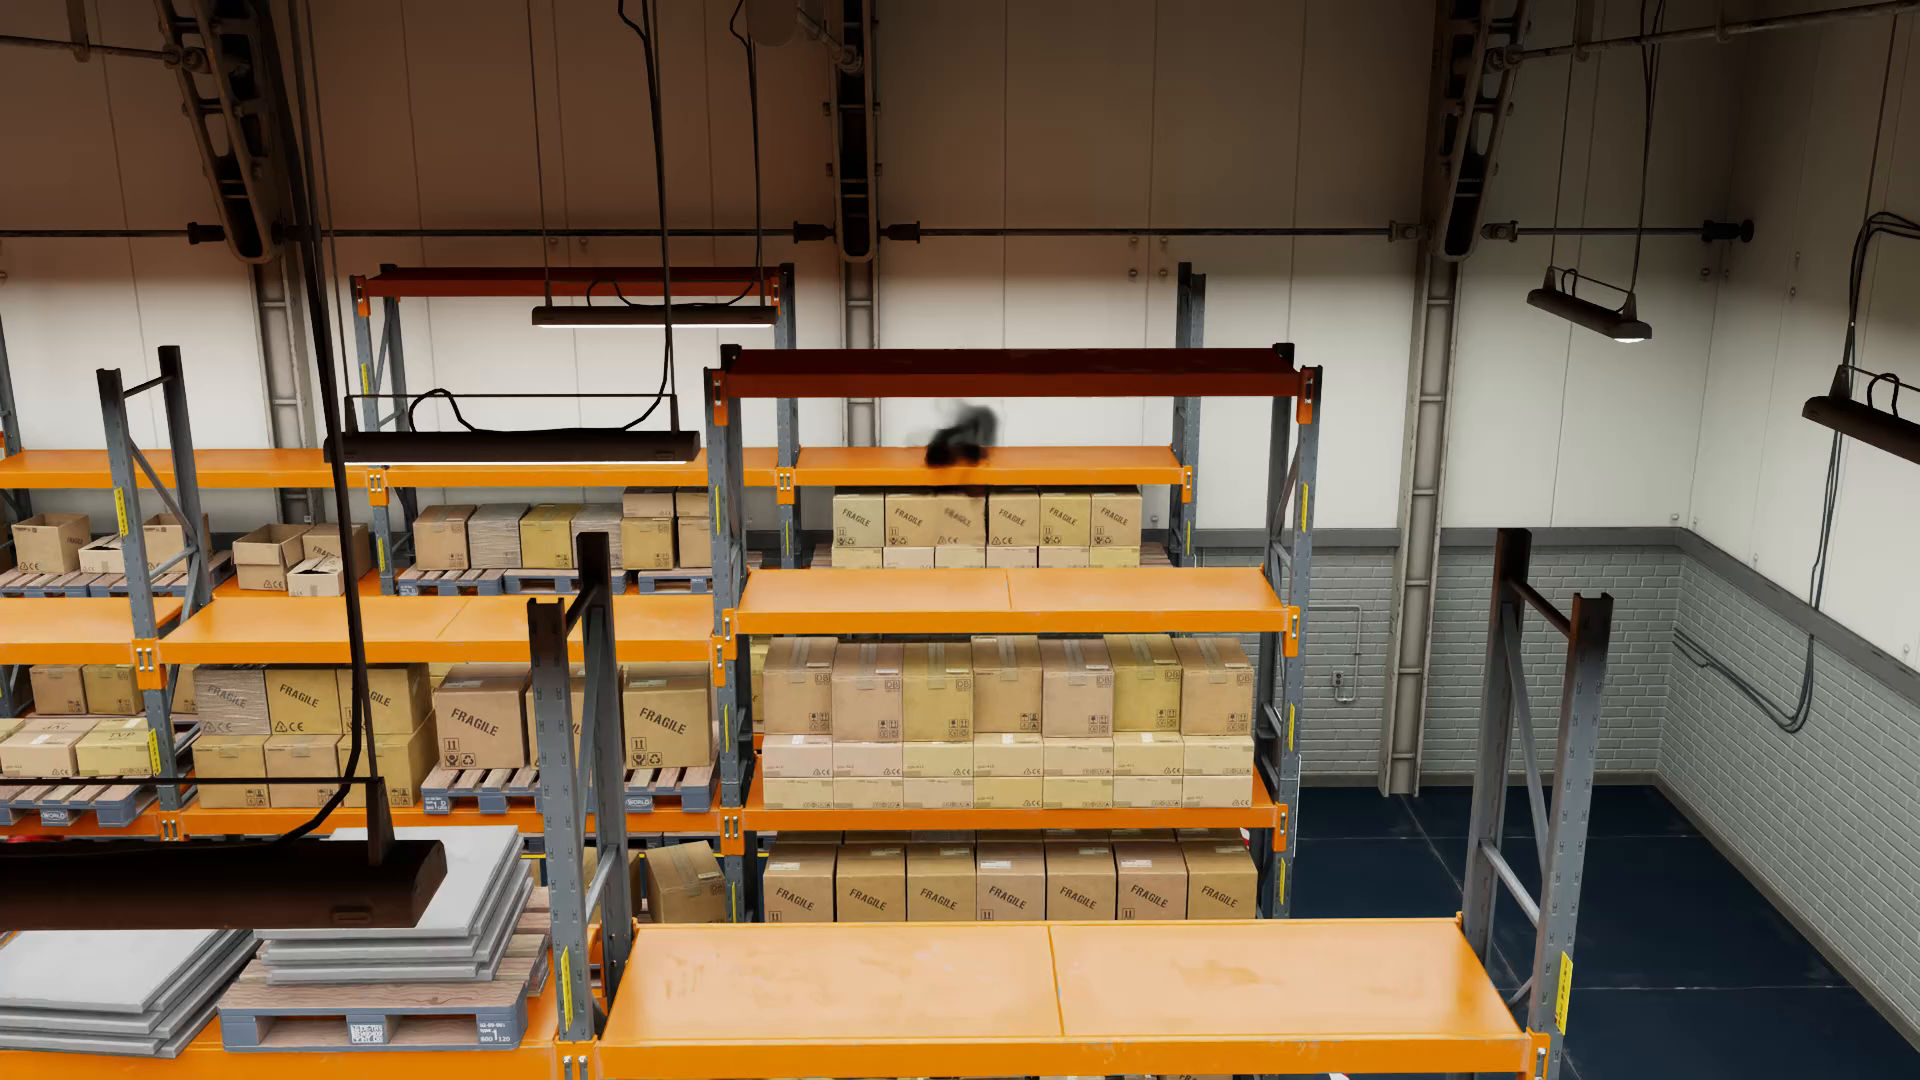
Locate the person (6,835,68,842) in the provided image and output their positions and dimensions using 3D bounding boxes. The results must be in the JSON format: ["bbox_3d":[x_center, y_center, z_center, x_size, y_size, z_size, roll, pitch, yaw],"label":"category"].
[{"bbox_3d":[-8.211,3.128,14.821,0.868,1.730,0.675,-1,16,-2],"label":"person"}]
